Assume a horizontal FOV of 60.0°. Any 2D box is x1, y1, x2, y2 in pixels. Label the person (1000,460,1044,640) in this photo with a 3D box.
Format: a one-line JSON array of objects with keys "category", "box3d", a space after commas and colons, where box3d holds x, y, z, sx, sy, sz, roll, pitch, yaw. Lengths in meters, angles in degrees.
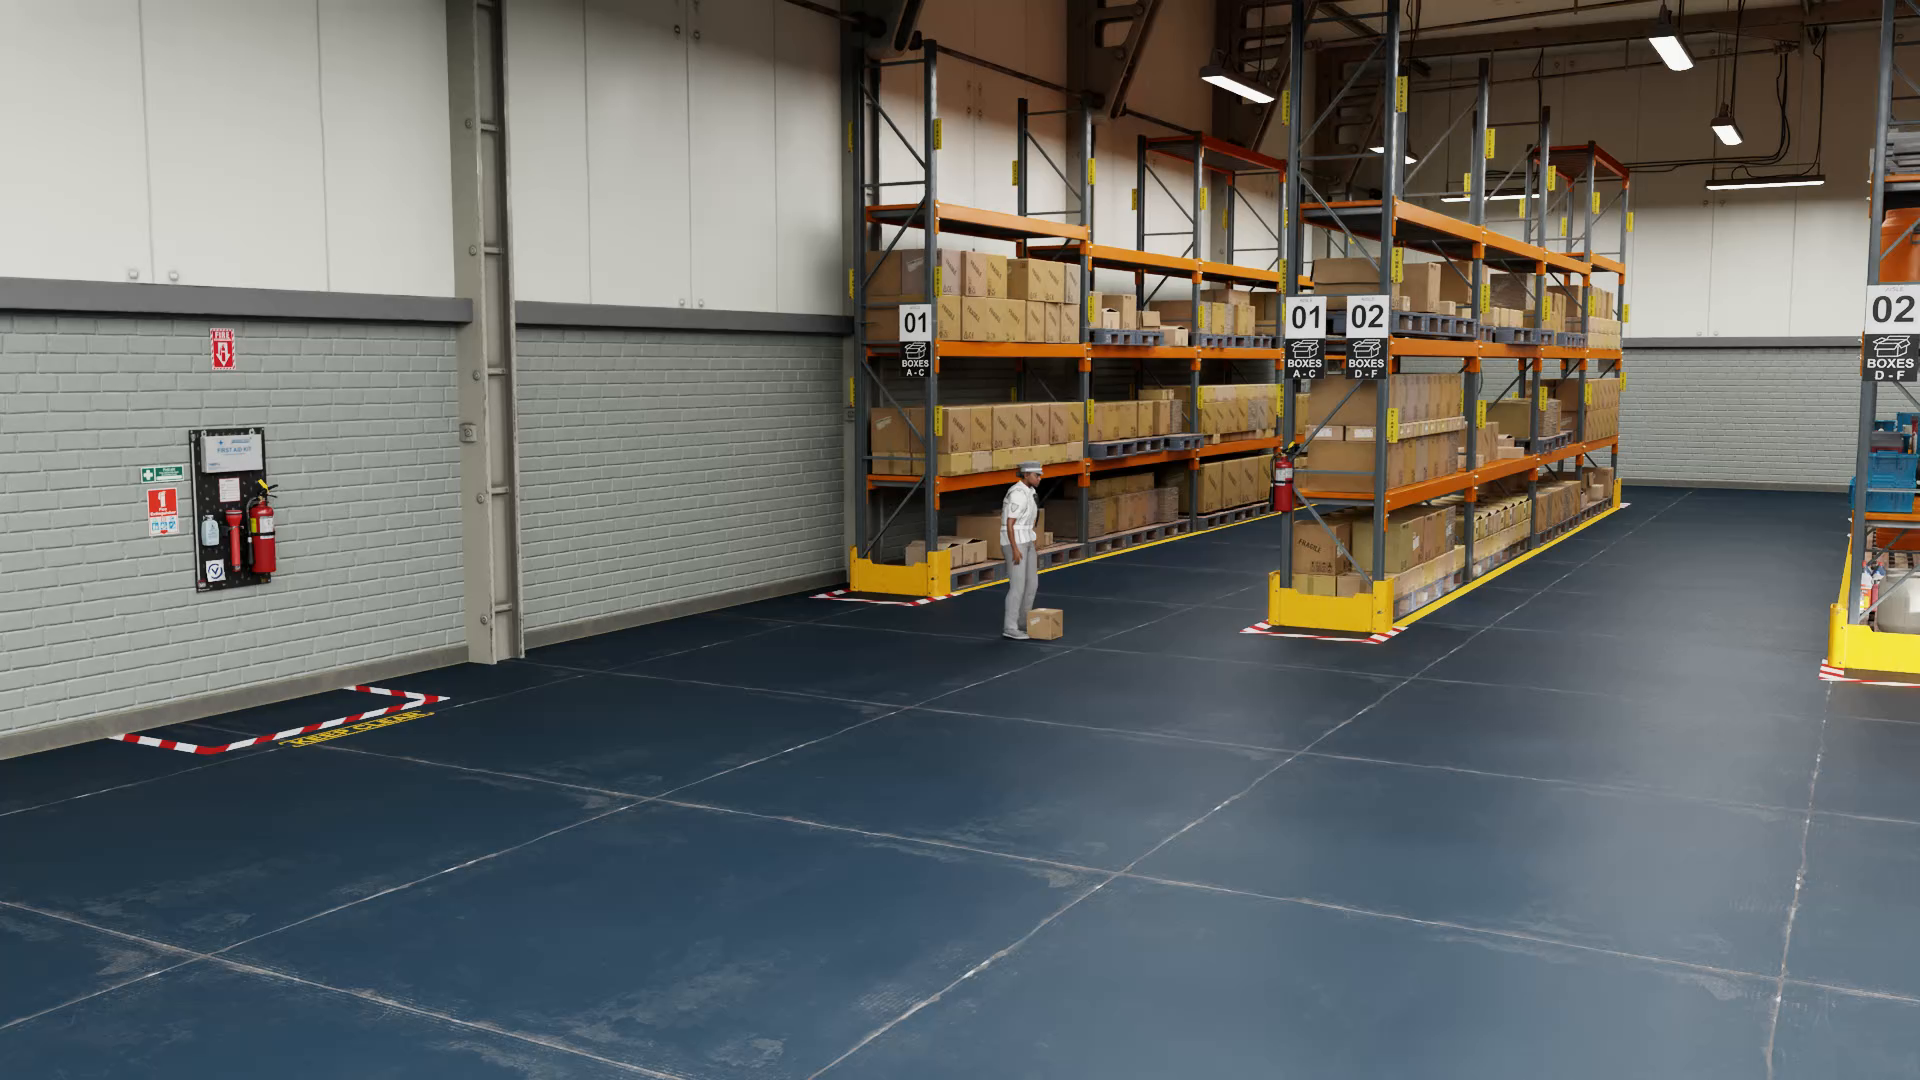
[{"category": "person", "box3d": [0.585, 0.077, 15.644, 0.397, 1.658, 0.527, 3, 7, 25]}]
